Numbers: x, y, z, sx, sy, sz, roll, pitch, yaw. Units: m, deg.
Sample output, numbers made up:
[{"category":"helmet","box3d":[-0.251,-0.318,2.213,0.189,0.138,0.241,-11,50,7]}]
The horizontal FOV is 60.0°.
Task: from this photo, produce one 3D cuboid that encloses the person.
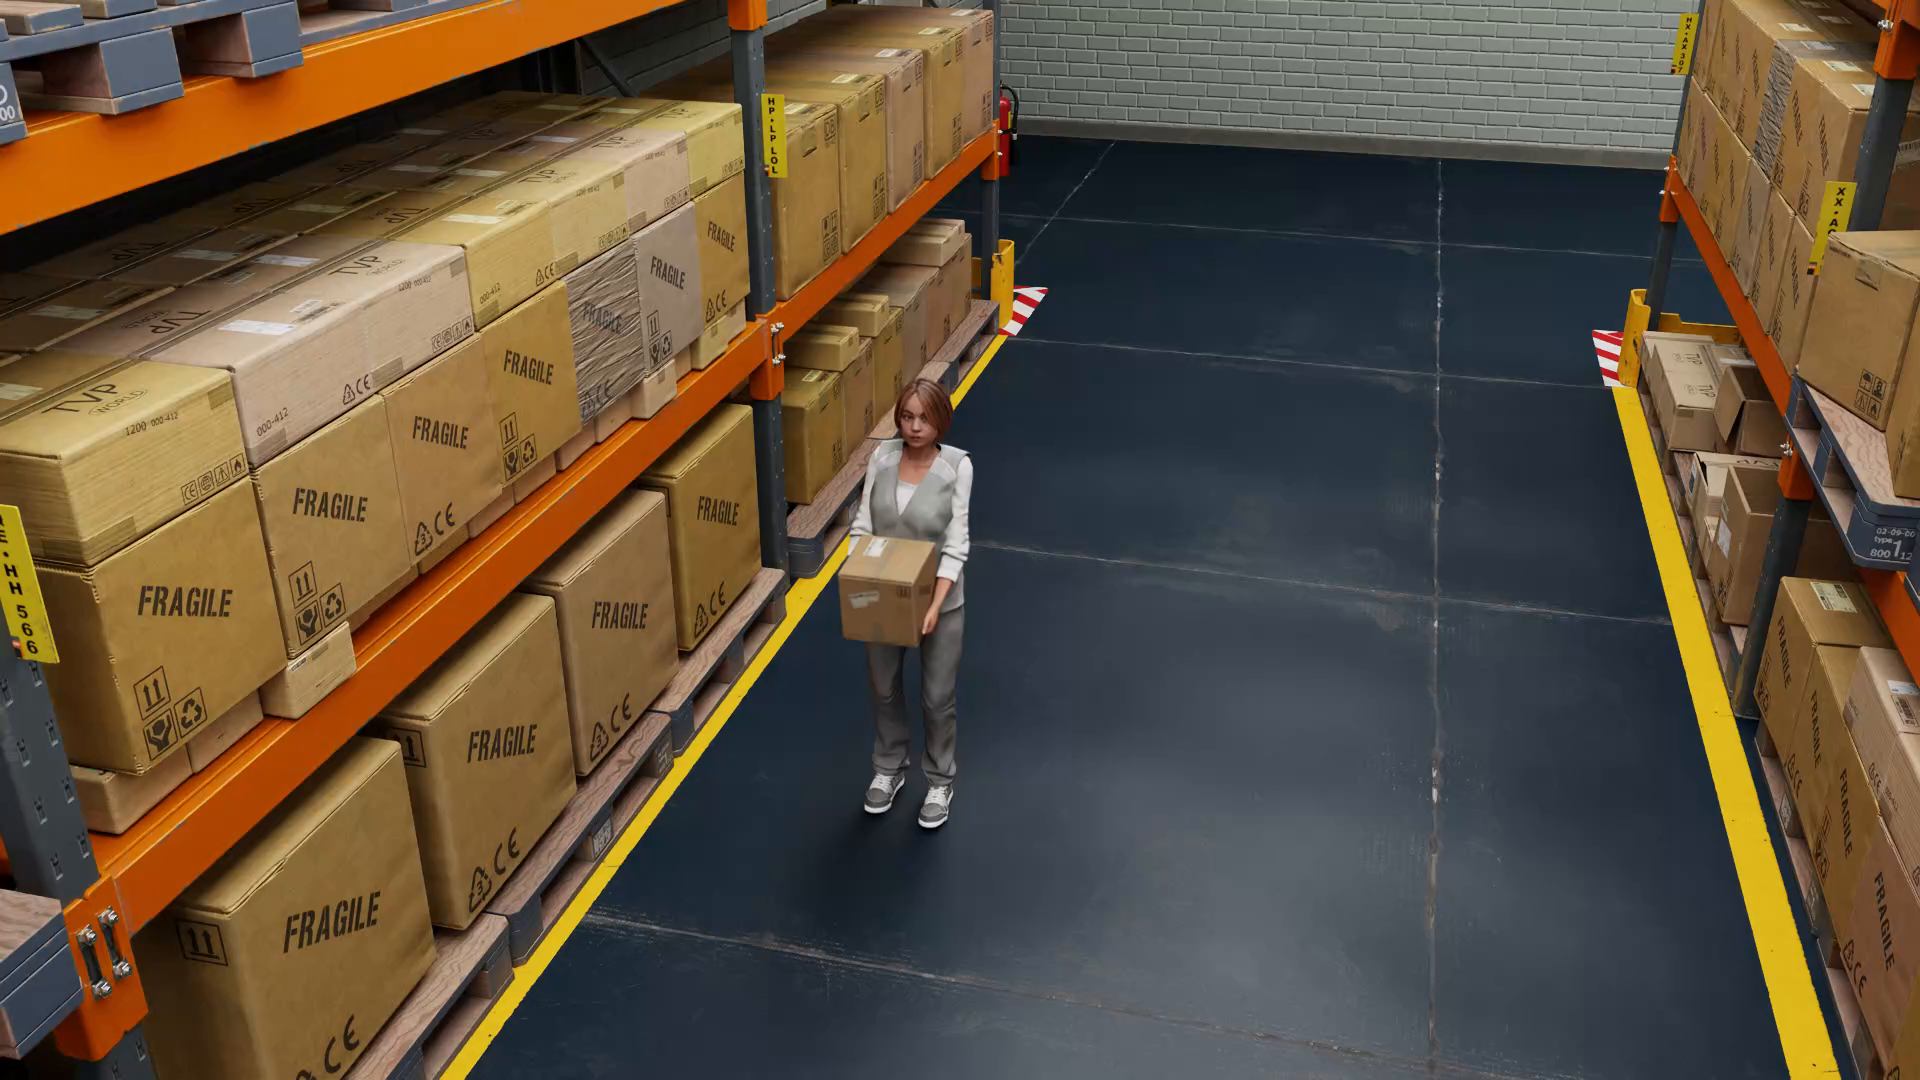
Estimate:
[{"category":"person","box3d":[-0.173,0.248,5.612,0.408,1.589,0.493,7,27,14]}]
